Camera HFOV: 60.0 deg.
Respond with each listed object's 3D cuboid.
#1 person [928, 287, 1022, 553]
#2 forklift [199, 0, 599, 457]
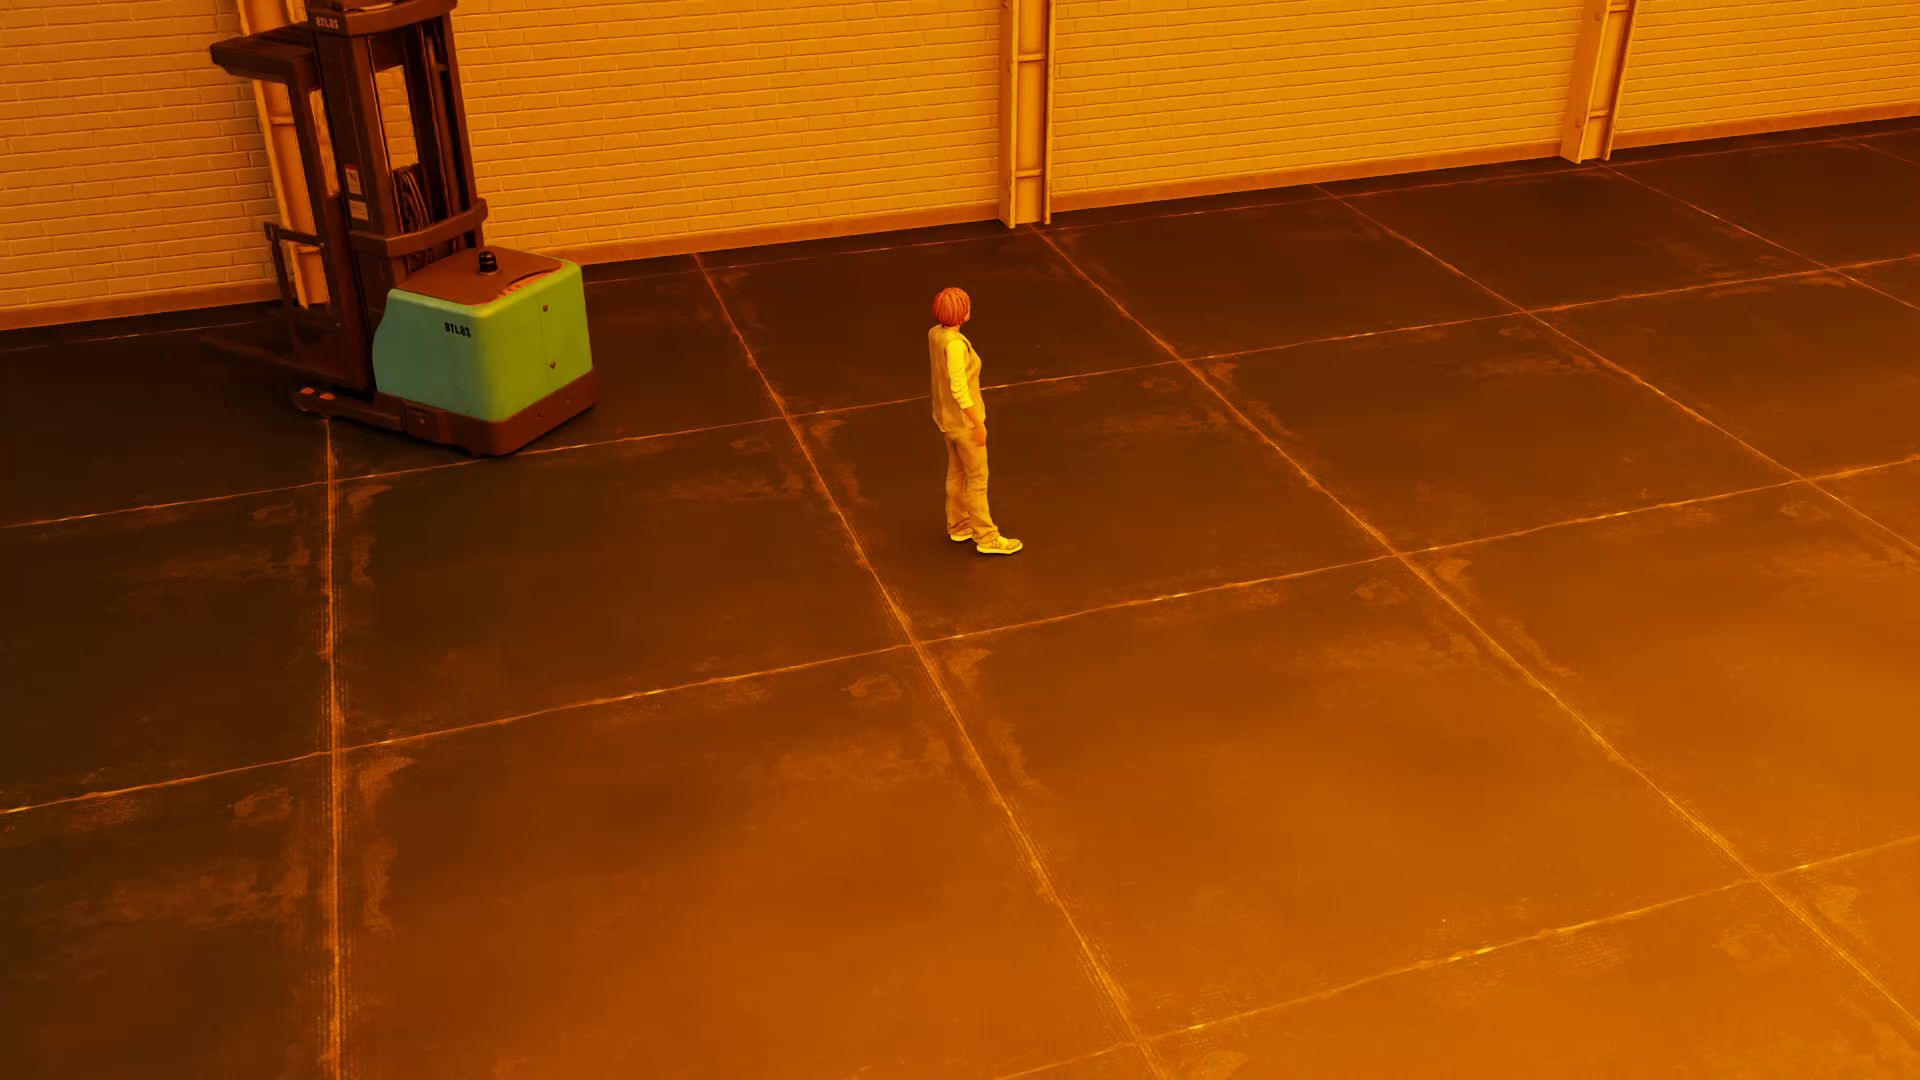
[{"bbox_3d":[0.075,-0.704,9.633,0.473,1.599,0.520,-10,31,-16],"label":"person"},{"bbox_3d":[-4.058,-2.329,11.135,3.031,2.935,1.130,15,33,24],"label":"forklift"}]
